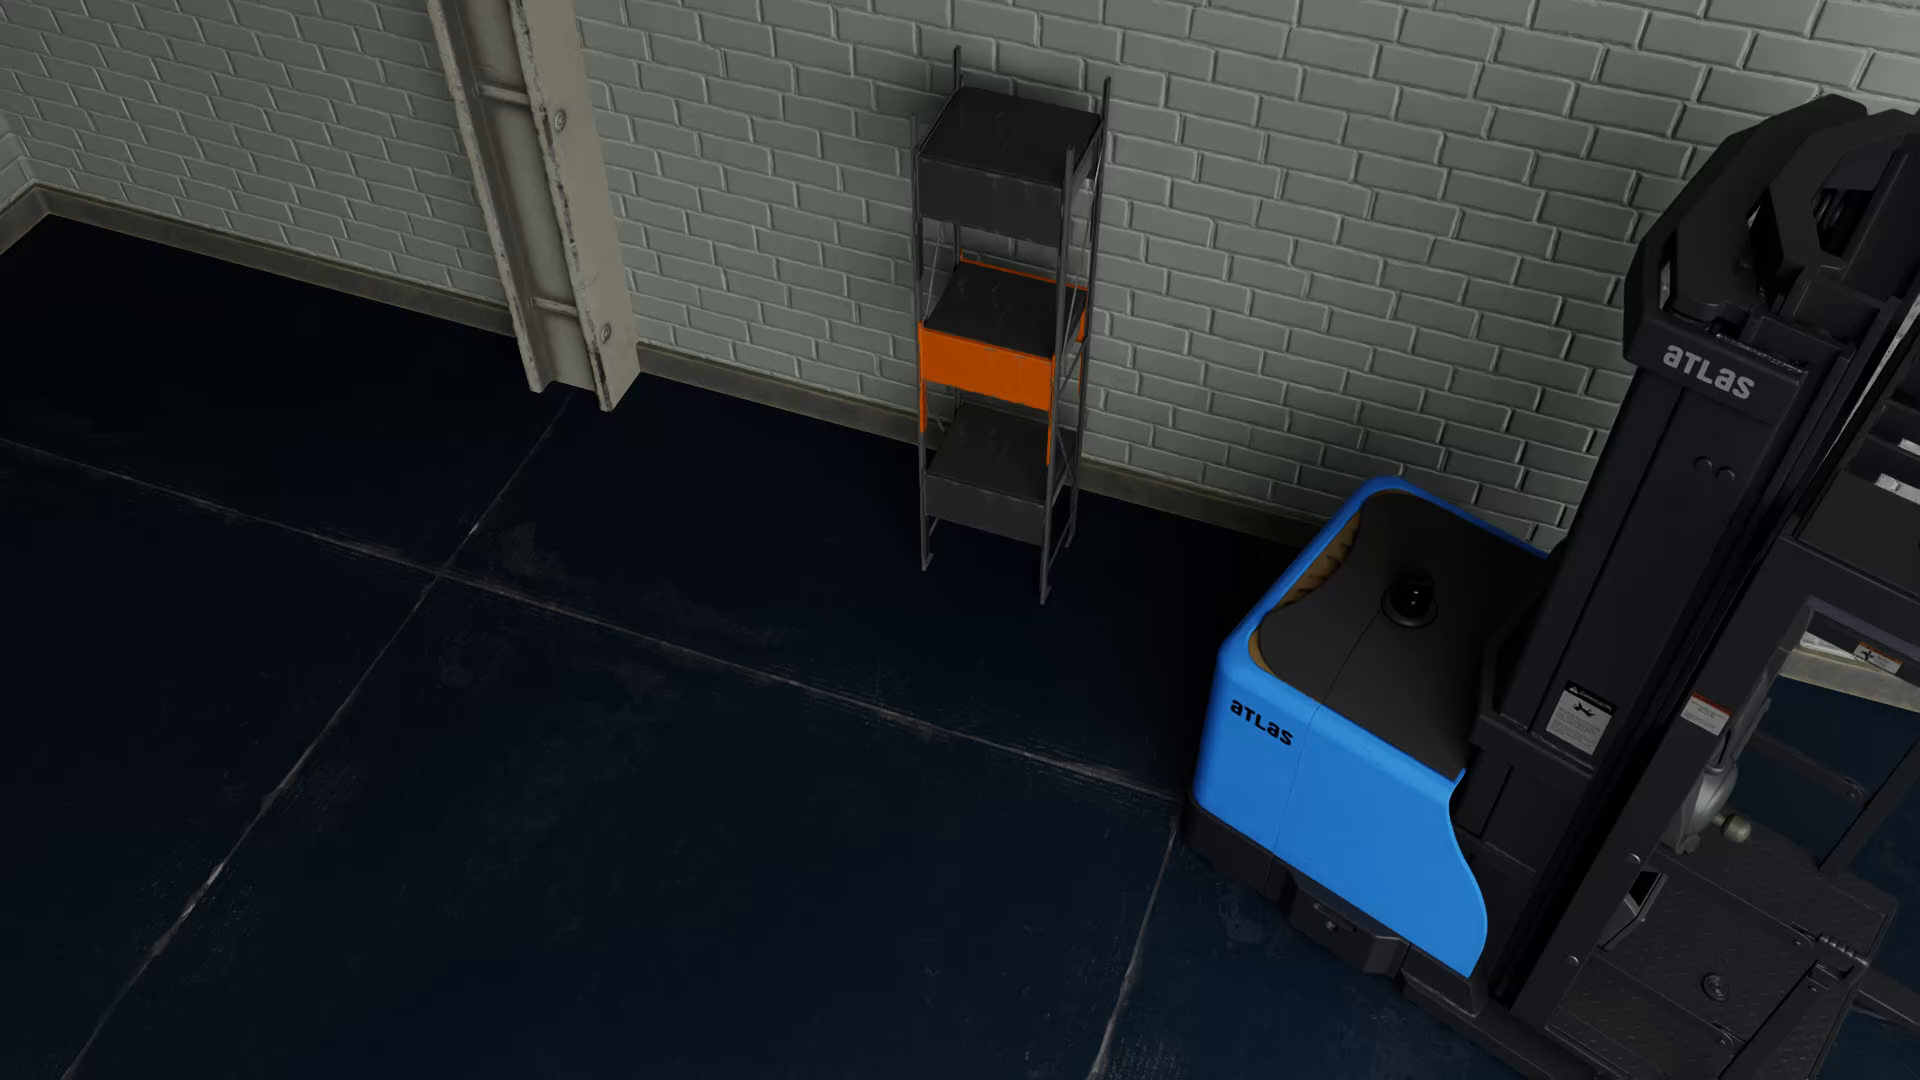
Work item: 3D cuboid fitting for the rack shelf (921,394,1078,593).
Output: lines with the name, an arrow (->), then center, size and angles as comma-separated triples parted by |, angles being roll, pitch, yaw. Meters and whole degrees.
rack shelf -> 0.155, -0.177, 6.325 | 0.480, 0.518, 0.431 | 16, 51, 13

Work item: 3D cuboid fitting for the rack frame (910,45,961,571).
rack frame -> -0.074, -0.708, 5.841 | 0.015, 2.100, 0.400 | 16, 51, 13

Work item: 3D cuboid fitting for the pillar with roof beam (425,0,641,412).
pillar with roof beam -> -3.113, -0.601, 1.183 | 0.400, 9.000, 9.100 | 16, 51, 13

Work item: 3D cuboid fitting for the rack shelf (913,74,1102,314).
rack shelf -> 0.155, -1.094, 5.267 | 0.480, 0.518, 0.431 | 16, 51, 13

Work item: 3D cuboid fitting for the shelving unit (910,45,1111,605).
shelving unit -> 0.155, -0.644, 5.786 | 0.503, 2.100, 0.431 | 16, 51, 13

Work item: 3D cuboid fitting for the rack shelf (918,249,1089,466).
rack shelf -> 0.155, -0.635, 5.796 | 0.480, 0.518, 0.431 | 16, 51, 13

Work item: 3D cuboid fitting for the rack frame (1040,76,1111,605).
rack frame -> 0.384, -0.580, 5.730 | 0.015, 2.100, 0.400 | 16, 51, 13

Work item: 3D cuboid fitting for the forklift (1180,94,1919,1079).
forklift -> 2.216, 0.489, 4.253 | 3.031, 2.935, 1.130 | 31, 56, 24
